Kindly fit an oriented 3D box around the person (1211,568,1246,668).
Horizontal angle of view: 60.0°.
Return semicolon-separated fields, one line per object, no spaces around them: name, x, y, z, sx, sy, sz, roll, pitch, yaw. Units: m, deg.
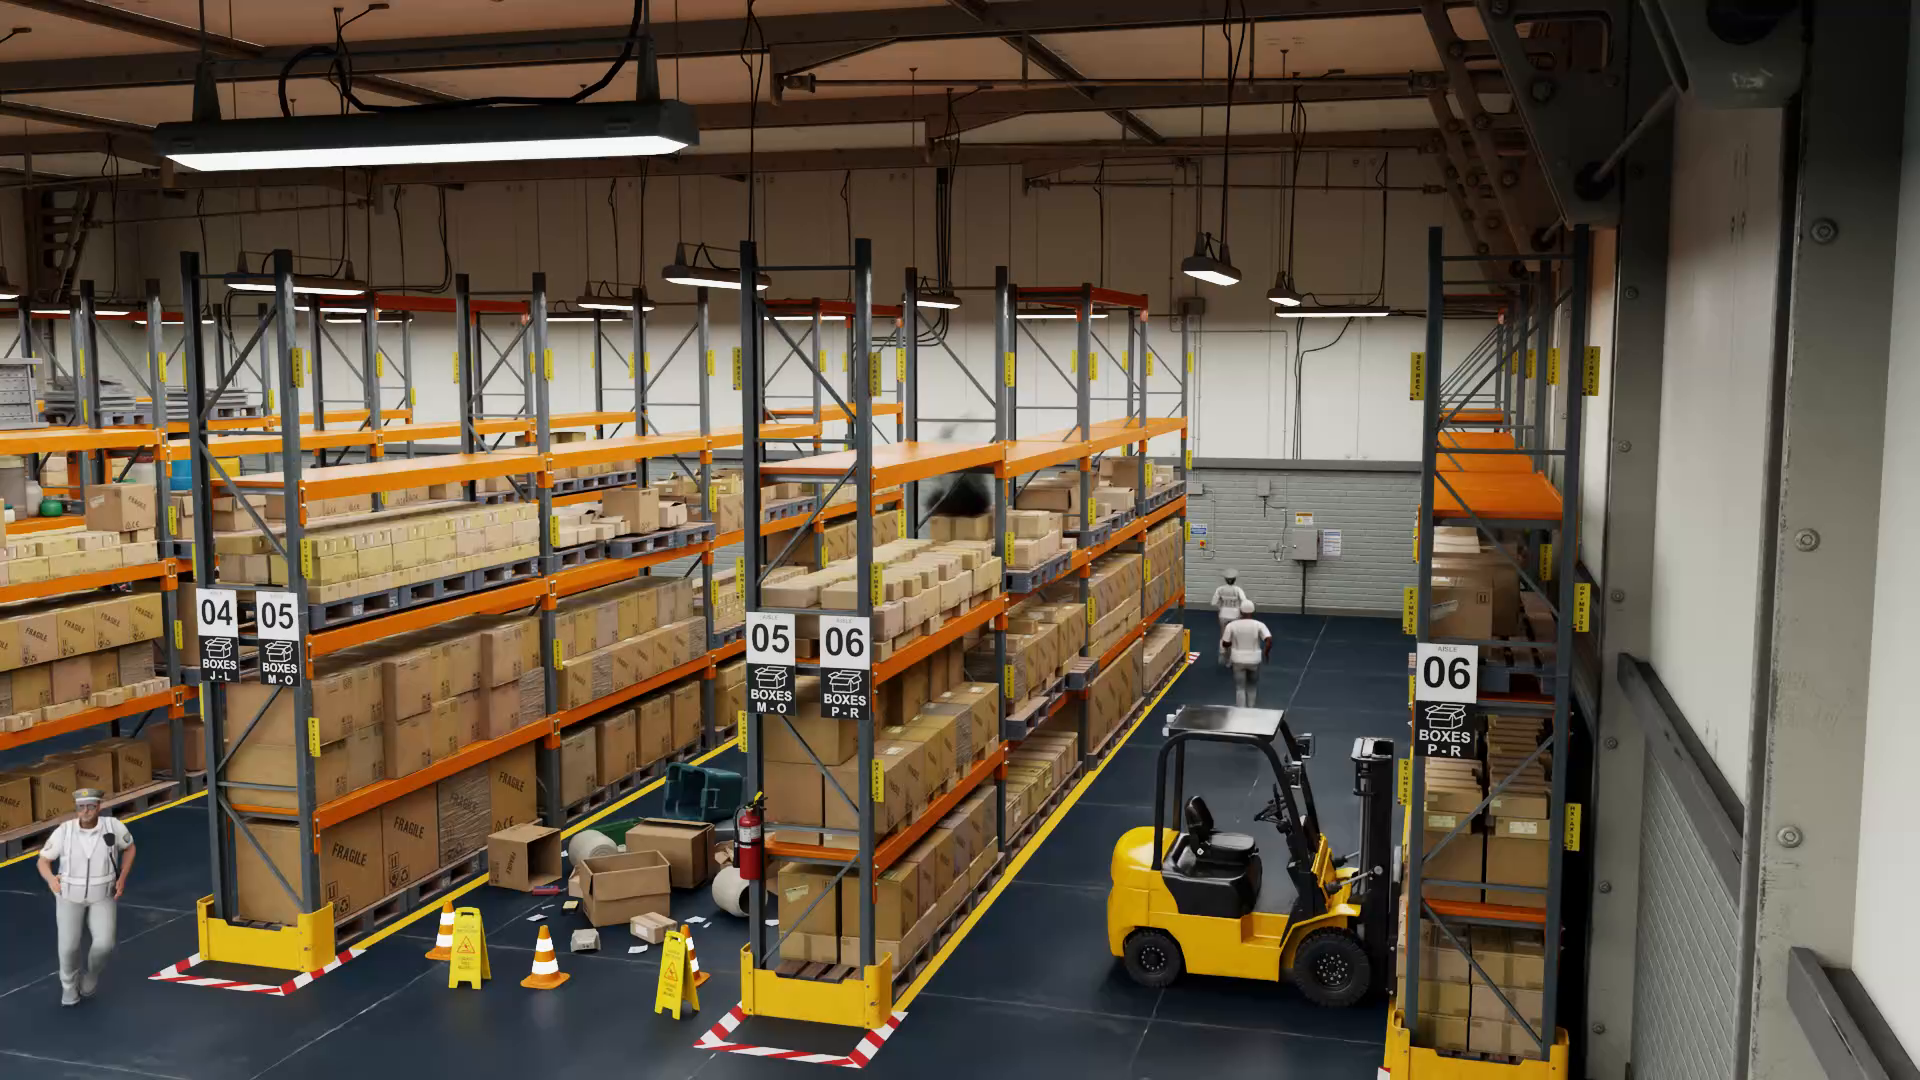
person;4.406;1.295;27.167;0.616;1.652;0.757;2;7;17

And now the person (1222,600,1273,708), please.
person;3.957;1.730;22.966;0.675;1.828;0.722;1;6;7

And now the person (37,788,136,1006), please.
person;-6.920;2.828;13.214;0.703;1.740;0.590;-3;7;-28
